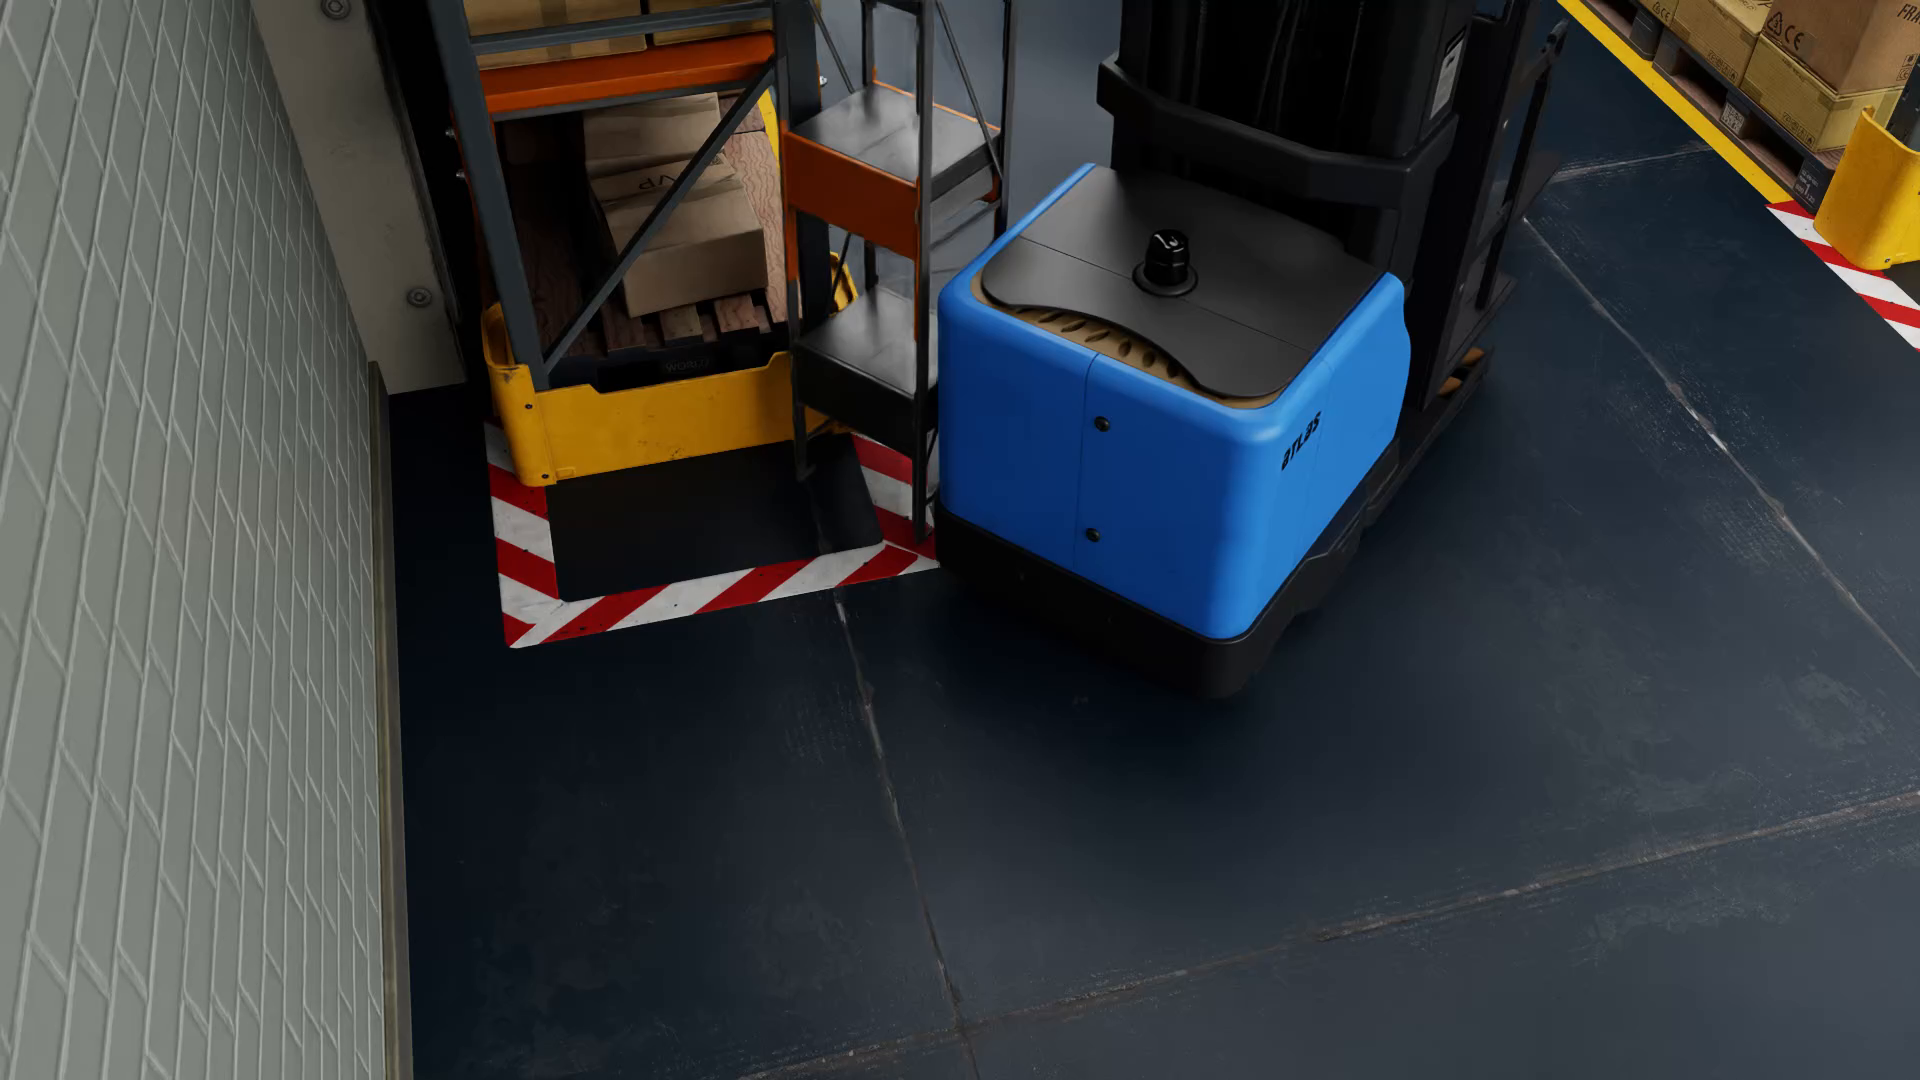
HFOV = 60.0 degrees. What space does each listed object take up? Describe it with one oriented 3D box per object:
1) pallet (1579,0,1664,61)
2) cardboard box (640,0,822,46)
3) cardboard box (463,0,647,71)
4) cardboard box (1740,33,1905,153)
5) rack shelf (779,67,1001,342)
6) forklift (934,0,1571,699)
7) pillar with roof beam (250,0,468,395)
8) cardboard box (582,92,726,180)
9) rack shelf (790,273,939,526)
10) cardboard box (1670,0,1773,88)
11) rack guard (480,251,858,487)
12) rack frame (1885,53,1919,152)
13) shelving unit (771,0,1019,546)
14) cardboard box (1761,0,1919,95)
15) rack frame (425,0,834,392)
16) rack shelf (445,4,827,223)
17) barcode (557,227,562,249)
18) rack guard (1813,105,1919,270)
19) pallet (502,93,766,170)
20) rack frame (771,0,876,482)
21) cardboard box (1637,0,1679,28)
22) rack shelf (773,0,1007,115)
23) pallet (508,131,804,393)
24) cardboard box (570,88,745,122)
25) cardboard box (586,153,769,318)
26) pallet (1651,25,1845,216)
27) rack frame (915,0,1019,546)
[{"bbox_3d":[3.345,-2.679,7.727,1.003,0.211,1.213,-11,47,-10],"label":"pallet"},{"bbox_3d":[-0.716,-1.735,4.941,0.500,0.250,0.500,-12,47,-11],"label":"cardboard box"},{"bbox_3d":[-1.205,-1.627,4.835,0.500,0.250,0.500,-10,46,-10],"label":"cardboard box"},{"bbox_3d":[3.467,-1.794,6.539,0.500,0.250,0.500,-11,47,-10],"label":"cardboard box"},{"bbox_3d":[-0.184,-0.956,4.715,0.480,0.518,0.431,28,48,25],"label":"rack shelf"},{"bbox_3d":[1.175,-1.598,4.764,1.130,2.935,3.031,26,51,23],"label":"forklift"},{"bbox_3d":[2.248,-4.597,3.455,9.100,9.000,0.400,-11,47,-10],"label":"pillar with roof beam"},{"bbox_3d":[-1.134,-1.486,6.180,0.500,0.311,0.500,-7,46,-7],"label":"cardboard box"},{"bbox_3d":[-0.202,-0.441,5.189,0.480,0.518,0.431,28,48,25],"label":"rack shelf"},{"bbox_3d":[3.327,-2.137,6.876,0.500,0.250,0.500,-11,47,-10],"label":"cardboard box"},{"bbox_3d":[-0.917,-0.563,5.451,1.175,0.500,0.348,-11,47,-10],"label":"rack guard"},{"bbox_3d":[3.890,-2.294,5.397,1.000,3.000,0.127,-11,47,-10],"label":"rack frame"},{"bbox_3d":[-0.184,-0.966,4.706,0.503,2.100,0.431,28,48,25],"label":"shelving unit"},{"bbox_3d":[3.465,-2.056,6.271,0.500,0.500,0.500,-11,47,-10],"label":"cardboard box"},{"bbox_3d":[-0.898,-1.385,4.507,1.000,3.000,0.127,-11,47,-10],"label":"rack frame"},{"bbox_3d":[-1.410,-2.514,6.117,1.077,0.370,4.000,-11,47,-10],"label":"rack shelf"},{"bbox_3d":[-1.379,-1.035,5.732,0.001,0.075,0.075,-11,47,-10],"label":"barcode"},{"bbox_3d":[3.896,-1.402,6.274,1.175,0.500,0.348,-11,47,-10],"label":"rack guard"},{"bbox_3d":[-1.400,-1.870,6.935,1.003,0.211,1.213,-11,47,-10],"label":"pallet"},{"bbox_3d":[-0.379,-1.069,4.810,0.015,2.100,0.400,28,48,25],"label":"rack frame"},{"bbox_3d":[3.197,-2.482,7.214,0.500,0.250,0.500,-11,47,-10],"label":"cardboard box"},{"bbox_3d":[-0.165,-1.471,4.241,0.480,0.518,0.431,28,48,25],"label":"rack shelf"},{"bbox_3d":[-1.091,-1.029,6.111,1.003,0.211,1.213,-11,47,-10],"label":"pallet"},{"bbox_3d":[-1.274,-2.068,6.618,0.700,0.500,0.500,-13,47,-13],"label":"cardboard box"},{"bbox_3d":[-0.988,-1.092,5.795,0.500,0.311,0.500,-16,48,-15],"label":"cardboard box"},{"bbox_3d":[3.653,-1.838,6.903,1.003,0.211,1.213,-11,47,-10],"label":"pallet"},{"bbox_3d":[0.012,-0.863,4.602,0.015,2.100,0.400,28,48,25],"label":"rack frame"}]
